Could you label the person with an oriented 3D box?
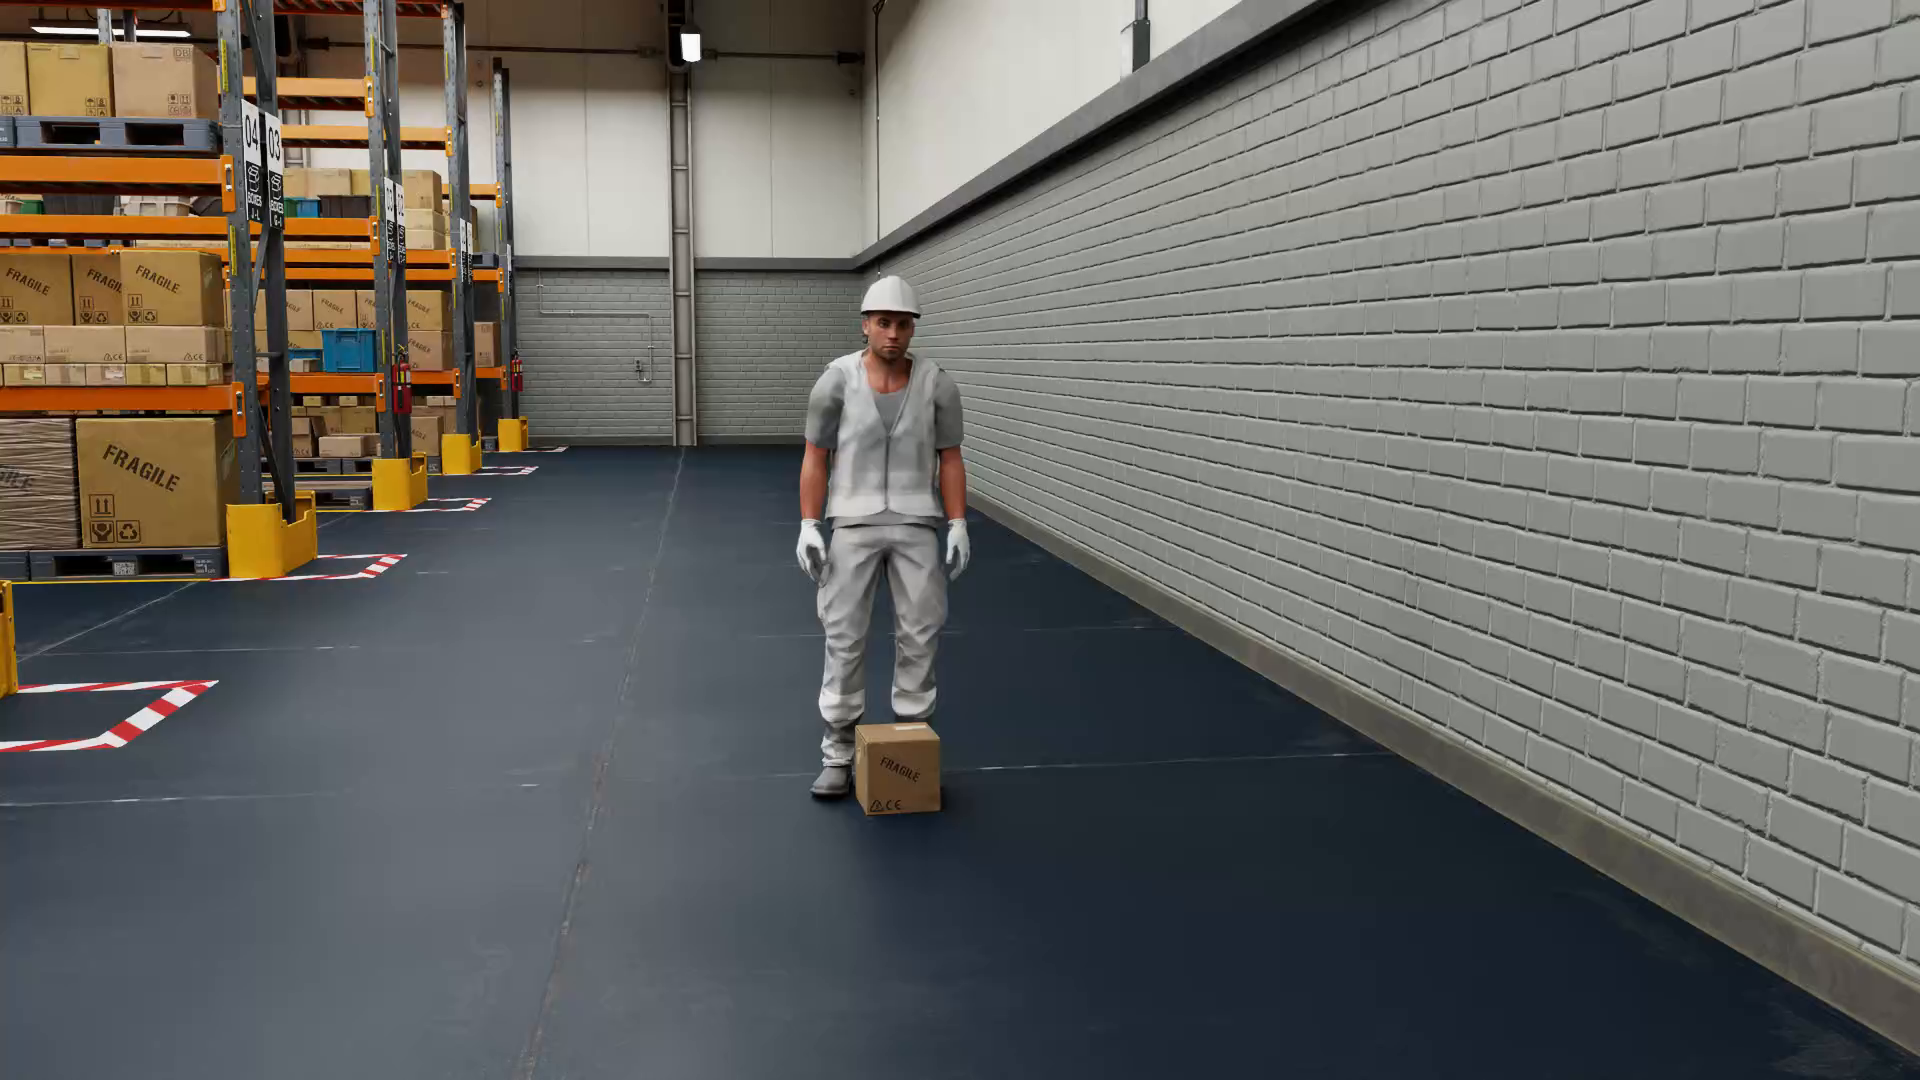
[{"bbox_3d":[-0.263,-0.013,5.757,0.609,1.779,0.448,-1,6,-8],"label":"person"}]
